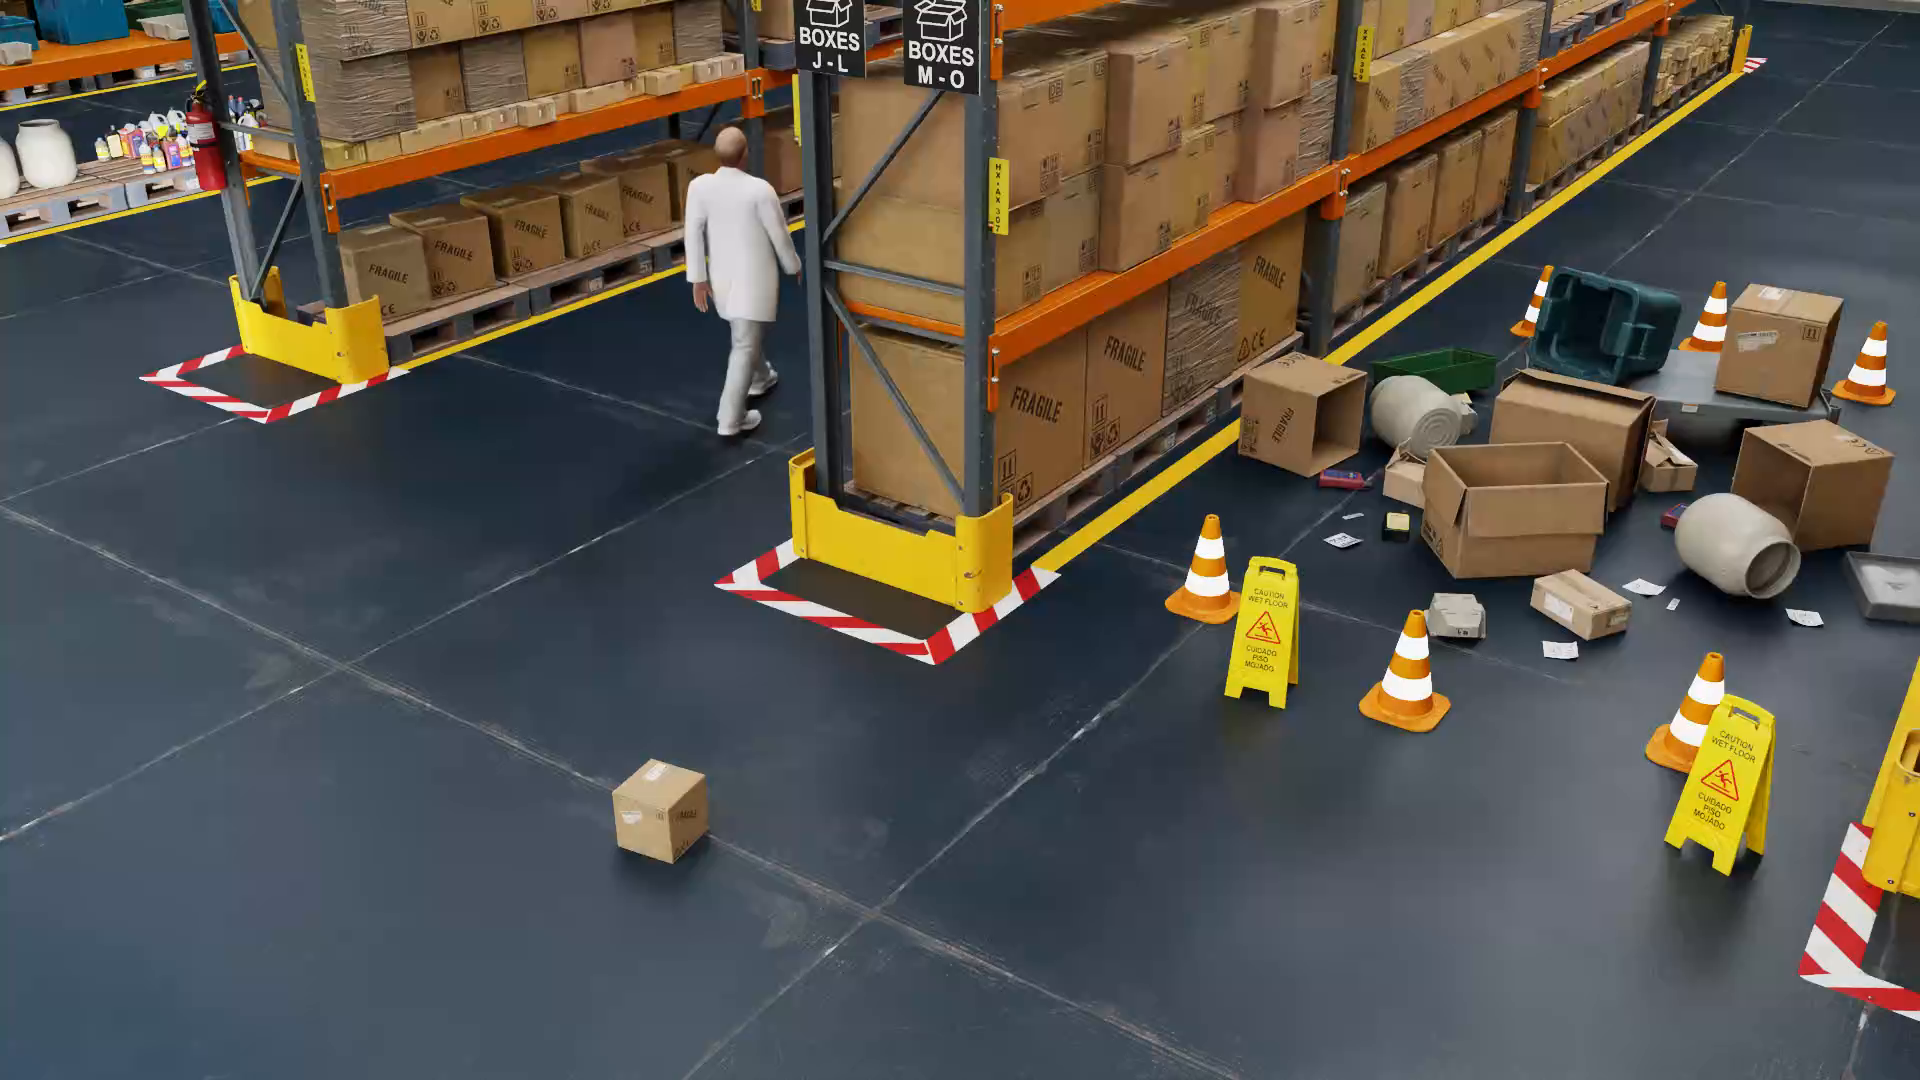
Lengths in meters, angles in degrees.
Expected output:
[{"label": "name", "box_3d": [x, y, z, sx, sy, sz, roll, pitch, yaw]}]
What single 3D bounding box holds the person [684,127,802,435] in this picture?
[{"label": "person", "box_3d": [-1.223, -1.566, 9.722, 0.584, 1.733, 1.034, 10, 28, 19]}]
